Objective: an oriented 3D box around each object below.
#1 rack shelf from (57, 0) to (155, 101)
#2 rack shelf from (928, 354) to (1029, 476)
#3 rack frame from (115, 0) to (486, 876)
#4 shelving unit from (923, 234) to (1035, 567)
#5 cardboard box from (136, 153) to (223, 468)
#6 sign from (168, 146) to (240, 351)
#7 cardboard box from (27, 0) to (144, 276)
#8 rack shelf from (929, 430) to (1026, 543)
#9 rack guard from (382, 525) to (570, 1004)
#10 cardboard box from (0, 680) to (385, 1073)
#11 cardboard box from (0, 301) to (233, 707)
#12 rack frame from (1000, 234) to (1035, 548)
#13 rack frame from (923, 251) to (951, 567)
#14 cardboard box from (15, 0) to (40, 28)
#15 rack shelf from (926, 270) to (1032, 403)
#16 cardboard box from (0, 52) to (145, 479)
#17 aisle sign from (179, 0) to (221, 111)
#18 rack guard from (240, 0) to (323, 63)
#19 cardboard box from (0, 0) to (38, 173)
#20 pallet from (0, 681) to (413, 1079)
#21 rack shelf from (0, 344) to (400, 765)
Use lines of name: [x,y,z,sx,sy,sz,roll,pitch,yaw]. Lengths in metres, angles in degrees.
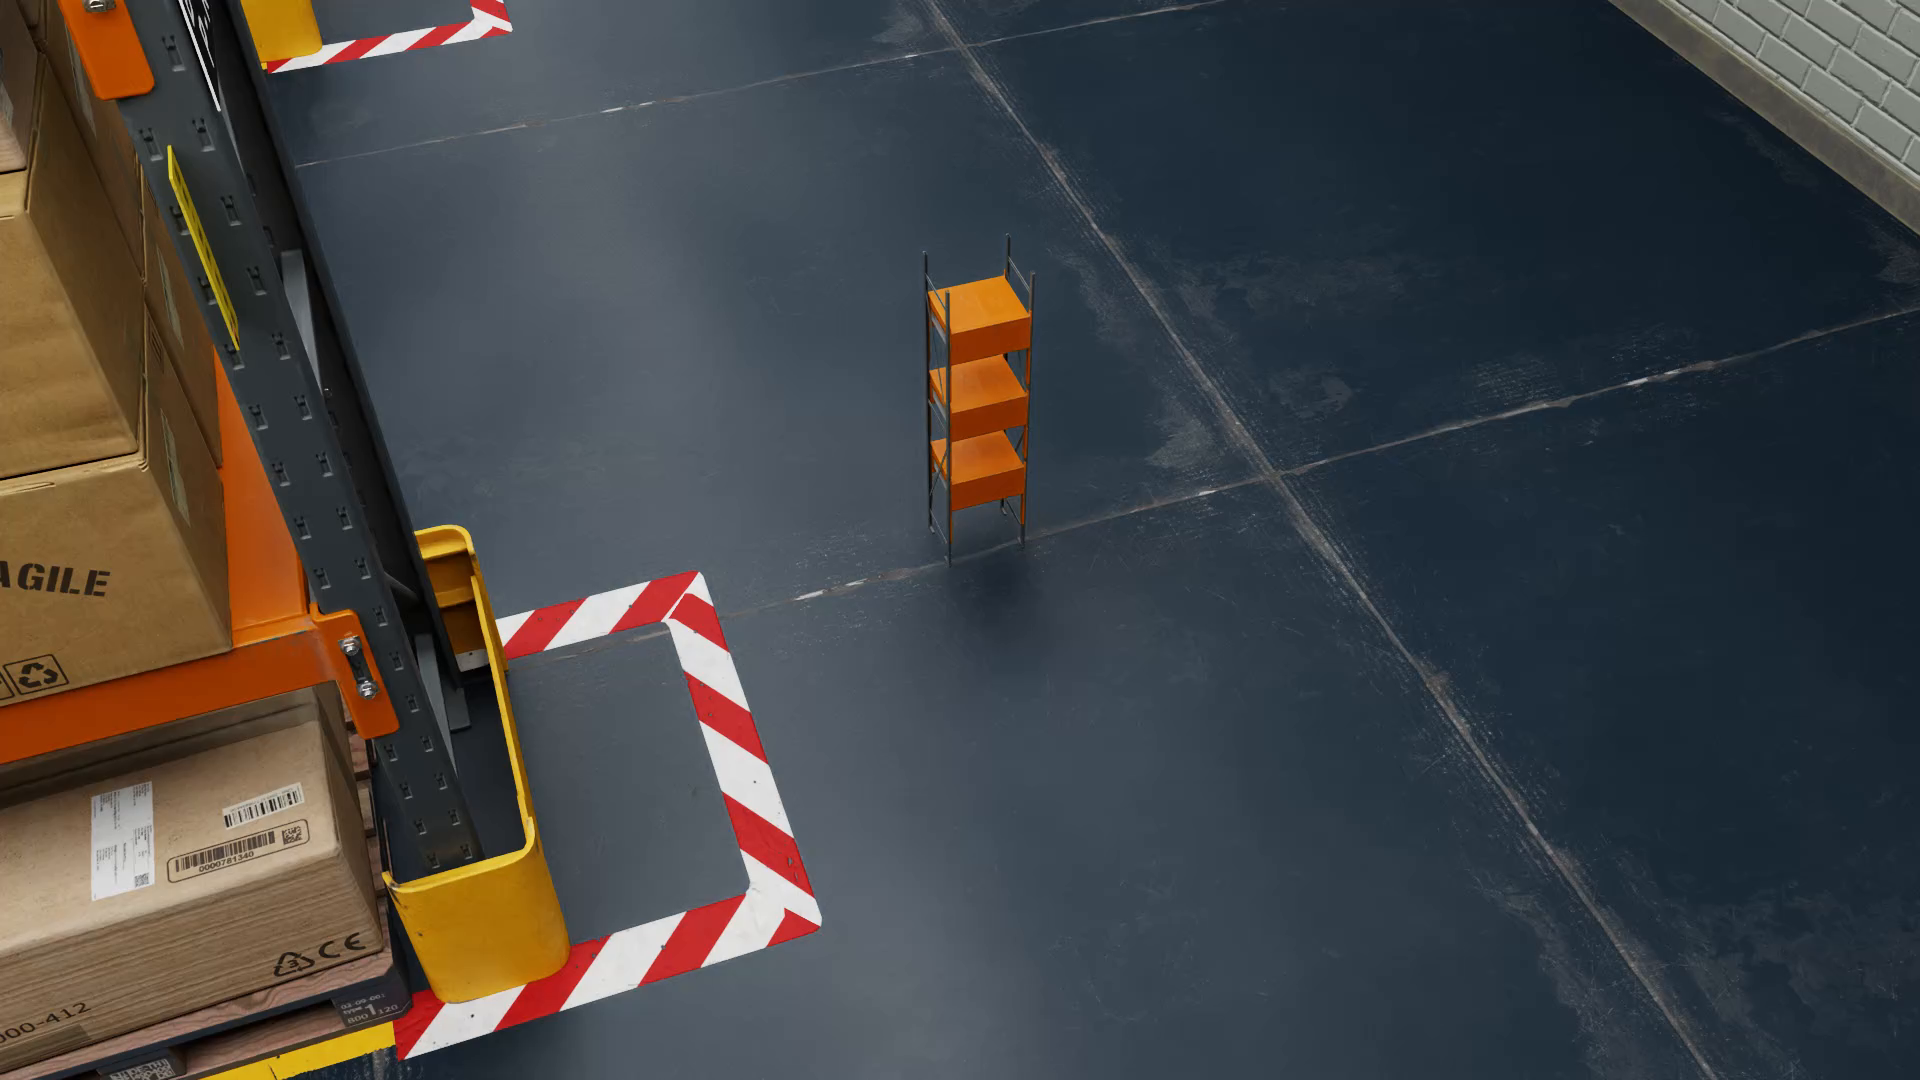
rack shelf: [-3.232,-0.648,2.169,4.000,0.370,1.077,-14,47,-14]
rack shelf: [0.050,-0.376,4.898,0.240,0.259,0.215,-14,47,-14]
rack frame: [-1.351,-0.324,3.456,0.127,3.000,1.000,-14,47,-14]
shelving unit: [0.050,-0.383,4.891,0.252,1.050,0.215,-14,47,-14]
cardboard box: [-1.900,-0.436,3.496,0.500,0.500,0.500,-15,47,-14]
sign: [-1.180,-0.452,2.598,0.005,0.325,0.100,-14,47,-14]
cardboard box: [-1.899,-0.787,3.140,0.500,0.500,0.500,-15,47,-15]
rack shelf: [0.050,-0.180,5.095,0.240,0.259,0.215,-14,47,-14]
rack guard: [-1.328,0.552,4.347,0.348,0.500,1.175,-14,47,-14]
cardboard box: [-1.938,0.657,3.990,0.875,0.438,0.875,-16,47,-15]
cardboard box: [-1.715,-0.067,3.129,0.500,0.500,0.500,-14,47,-14]
rack frame: [0.165,-0.413,4.920,0.008,1.050,0.200,-14,47,-14]
rack frame: [-0.064,-0.354,4.862,0.008,1.050,0.200,-14,47,-14]
cardboard box: [-1.779,-1.041,2.935,0.250,0.149,0.380,-13,47,-13]
rack shelf: [0.050,-0.576,4.697,0.240,0.259,0.215,-14,47,-14]
cardboard box: [-1.723,-0.438,2.792,0.500,0.500,0.500,-13,47,-13]
aisle sign: [-1.178,-1.053,2.346,0.004,0.787,0.394,-14,47,-14]
rack guard: [-3.198,-2.697,7.585,0.348,0.500,1.175,-14,47,-14]
cardboard box: [-1.620,-0.722,2.617,0.250,0.149,0.380,-14,47,-13]
pallet: [-2.076,0.904,4.200,1.213,0.211,1.003,-14,47,-14]
rack shelf: [-3.232,0.411,3.231,4.000,0.370,1.077,-14,47,-14]
